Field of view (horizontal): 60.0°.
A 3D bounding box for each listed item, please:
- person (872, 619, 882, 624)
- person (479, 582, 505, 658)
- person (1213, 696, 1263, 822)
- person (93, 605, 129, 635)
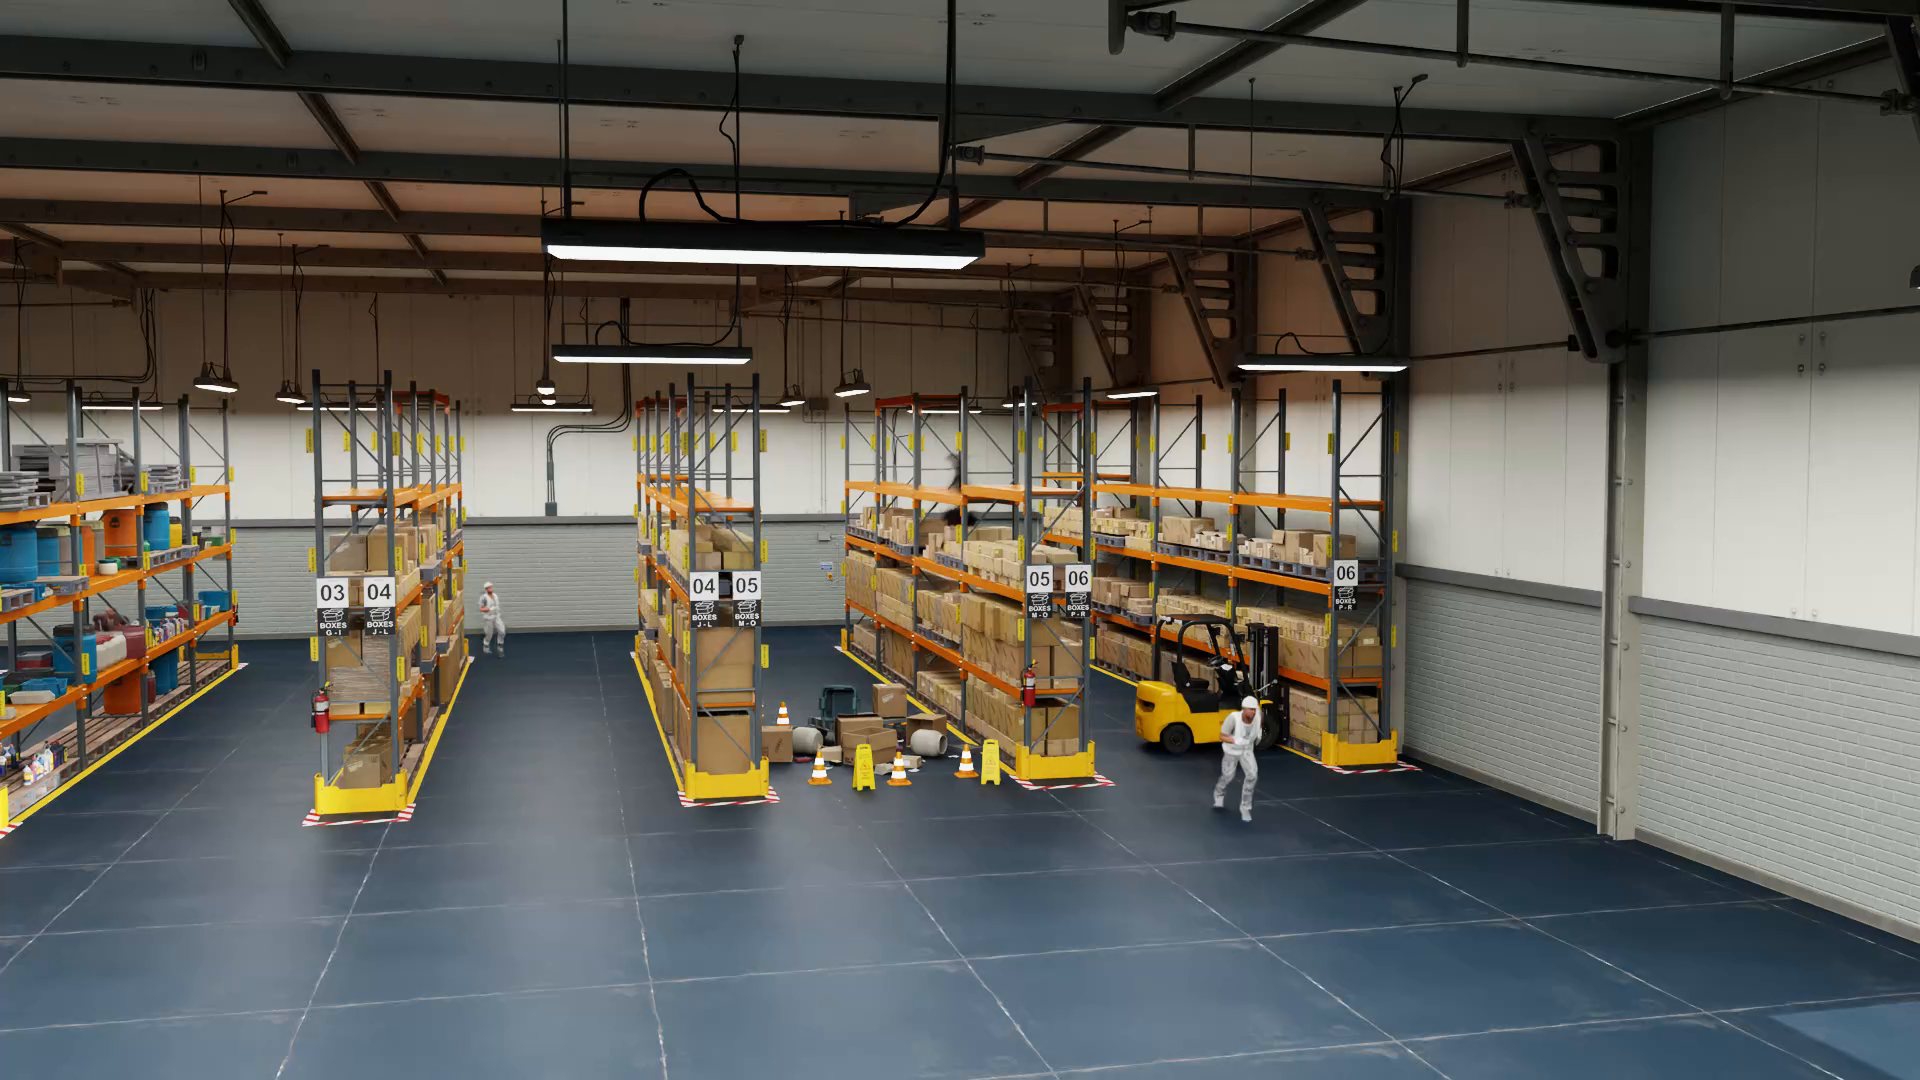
[{"bbox_3d":[-1.942,1.766,41.674,0.578,1.681,0.657,-1,3,-18],"label":"person"},{"bbox_3d":[-11.013,1.882,38.976,0.744,1.825,0.659,3,4,42],"label":"person"},{"bbox_3d":[3.719,2.904,22.318,0.708,1.722,1.022,-1,3,-19],"label":"person"},{"bbox_3d":[-17.651,2.182,34.706,0.753,1.744,1.055,-1,3,-14],"label":"person"}]
